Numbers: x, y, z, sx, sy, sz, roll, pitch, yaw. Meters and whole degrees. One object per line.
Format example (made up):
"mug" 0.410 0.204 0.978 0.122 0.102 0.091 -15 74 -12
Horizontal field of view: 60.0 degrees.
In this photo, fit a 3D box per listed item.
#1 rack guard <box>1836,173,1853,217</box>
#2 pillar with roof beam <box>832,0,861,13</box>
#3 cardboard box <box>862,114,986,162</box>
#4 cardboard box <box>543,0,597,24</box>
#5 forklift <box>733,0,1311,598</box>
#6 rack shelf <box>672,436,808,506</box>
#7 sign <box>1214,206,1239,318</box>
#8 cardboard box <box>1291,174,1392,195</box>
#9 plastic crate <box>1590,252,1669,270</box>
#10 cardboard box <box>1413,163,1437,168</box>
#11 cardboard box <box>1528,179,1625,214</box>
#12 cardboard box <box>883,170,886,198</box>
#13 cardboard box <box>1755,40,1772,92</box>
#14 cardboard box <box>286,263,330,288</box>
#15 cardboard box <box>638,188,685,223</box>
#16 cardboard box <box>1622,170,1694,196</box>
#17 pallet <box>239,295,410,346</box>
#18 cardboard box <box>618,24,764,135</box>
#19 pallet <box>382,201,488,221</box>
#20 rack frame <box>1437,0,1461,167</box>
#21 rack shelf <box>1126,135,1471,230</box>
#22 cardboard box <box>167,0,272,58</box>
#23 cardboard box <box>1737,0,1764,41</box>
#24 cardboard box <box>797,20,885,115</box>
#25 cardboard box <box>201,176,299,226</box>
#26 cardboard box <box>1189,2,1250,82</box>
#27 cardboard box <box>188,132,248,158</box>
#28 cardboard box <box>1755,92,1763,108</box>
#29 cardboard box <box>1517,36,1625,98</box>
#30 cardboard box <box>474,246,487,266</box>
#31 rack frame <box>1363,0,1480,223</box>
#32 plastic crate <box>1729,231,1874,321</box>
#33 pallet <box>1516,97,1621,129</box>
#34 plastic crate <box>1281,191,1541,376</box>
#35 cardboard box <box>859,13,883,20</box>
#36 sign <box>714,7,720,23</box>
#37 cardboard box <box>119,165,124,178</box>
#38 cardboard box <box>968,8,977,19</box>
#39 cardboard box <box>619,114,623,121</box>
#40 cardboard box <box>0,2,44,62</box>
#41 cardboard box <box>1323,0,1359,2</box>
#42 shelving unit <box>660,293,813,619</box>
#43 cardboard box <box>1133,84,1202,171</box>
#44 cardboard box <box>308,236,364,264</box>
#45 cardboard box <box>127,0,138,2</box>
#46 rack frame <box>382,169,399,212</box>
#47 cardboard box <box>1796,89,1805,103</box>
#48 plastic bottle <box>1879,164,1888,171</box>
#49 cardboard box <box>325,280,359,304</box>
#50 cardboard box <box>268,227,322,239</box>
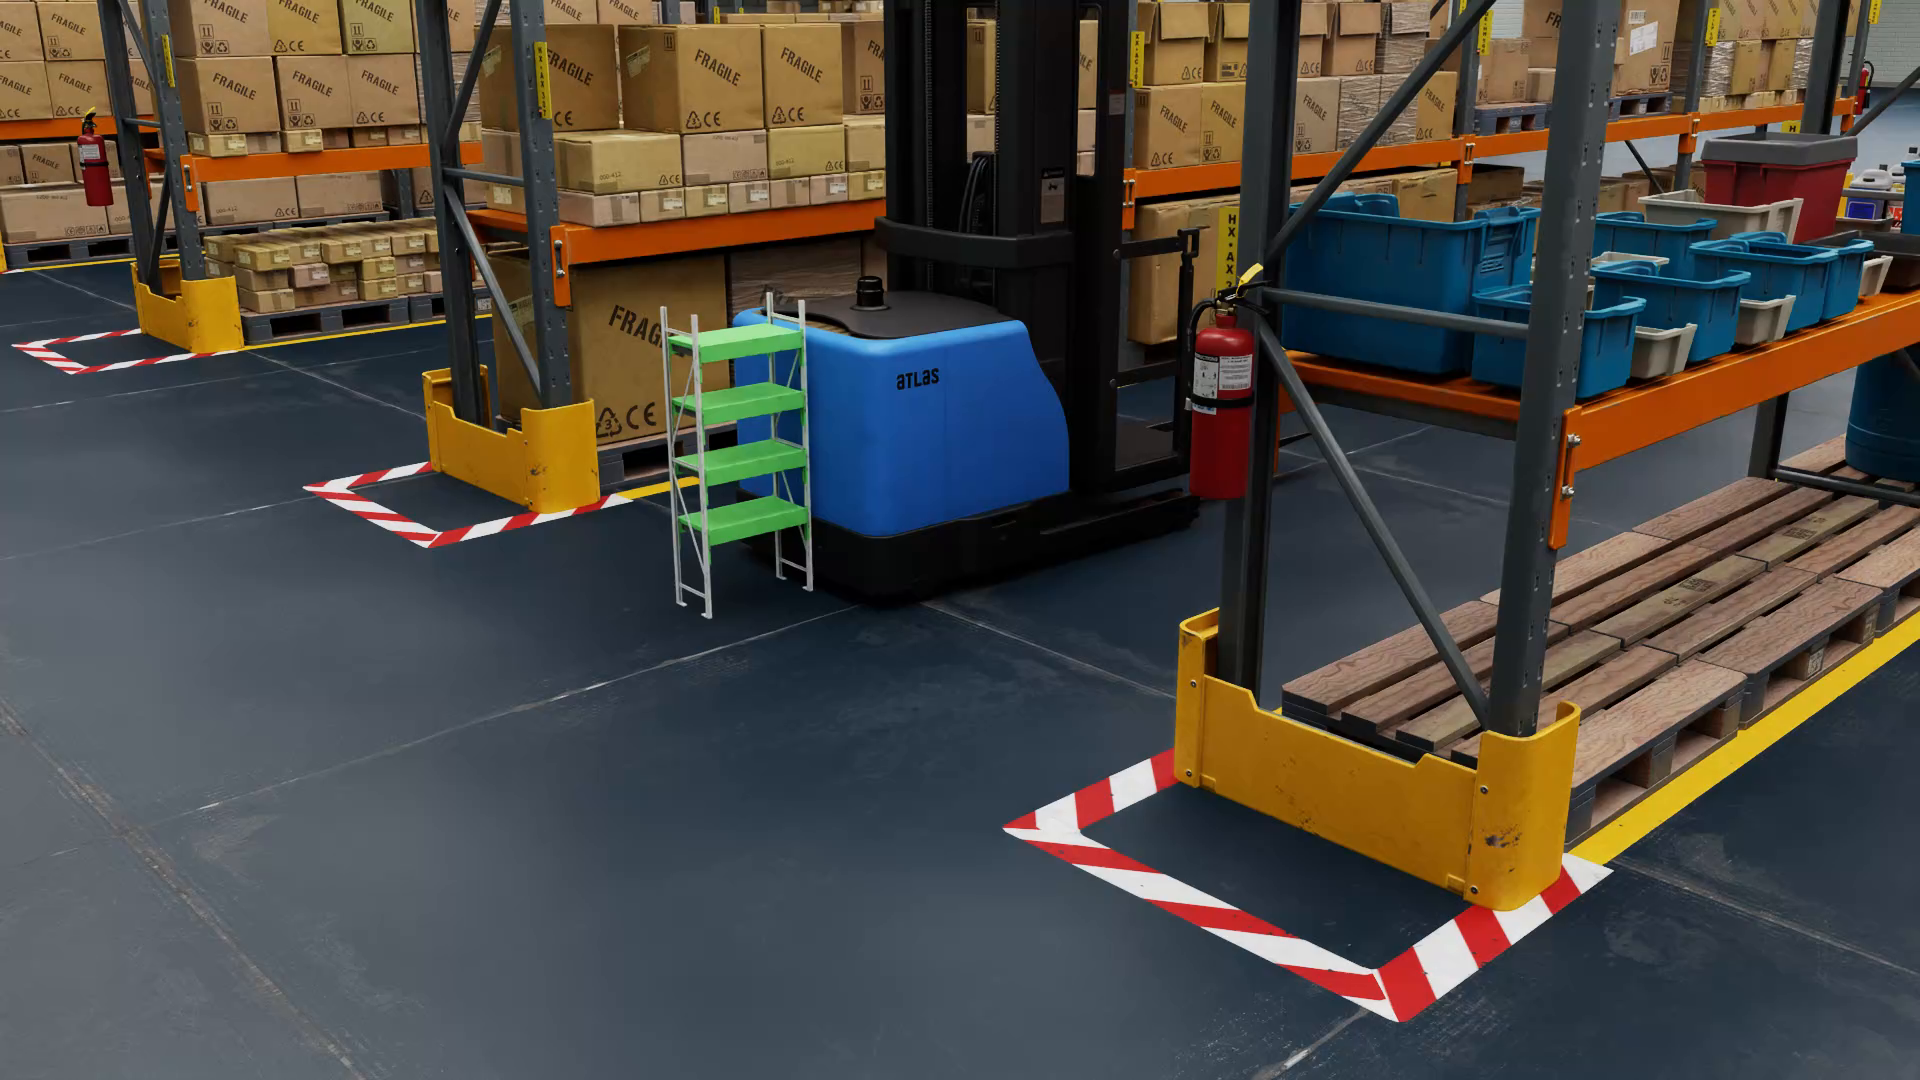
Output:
"rack guard" 9.344 -3.899 18.699 0.348 0.500 1.175 -16 24 -41
"pillar with roof beam" 1.011 -10.380 24.908 0.400 9.000 9.100 -16 24 -41
"cardboard box" -0.205 -2.260 9.354 0.500 0.250 0.500 -16 24 -40
"cardboard box" -3.182 -4.088 12.963 0.500 0.500 0.500 17 25 42
"forklift" 0.475 -1.521 7.423 3.031 2.935 1.130 -15 23 -38
"rack shelf" -0.873 -0.278 6.604 0.480 0.148 0.258 -15 23 -38
"sign" 0.787 -0.801 4.827 0.005 0.325 0.100 -16 24 -41
"cardboard box" 2.418 -2.269 12.384 0.875 0.875 1.225 -16 24 -41
"plastic crate" 2.253 -0.910 5.757 0.250 0.136 0.298 -16 24 -41
"cardboard box" 5.618 -5.267 21.631 0.875 0.875 0.875 -16 24 -40
"cardboard box" 5.673 -3.054 15.381 0.500 0.500 0.700 -16 24 -41
"cardboard box" -0.435 -1.977 9.128 0.250 0.149 0.380 -16 24 -40
"cardboard box" 7.544 -4.753 16.638 0.500 0.500 0.875 -16 24 -41
"cardboard box" -4.766 -1.930 12.034 0.250 0.149 0.380 -16 24 -41
"cardboard box" -1.556 -1.650 8.117 0.250 0.149 0.380 -17 24 -42
"cardboard box" 6.811 -3.343 16.303 0.500 0.500 0.500 17 25 42
"pallet" -4.891 -1.700 12.387 1.213 0.211 1.003 -16 24 -41
"cardboard box" -1.329 -2.288 8.222 0.500 0.500 0.500 -17 25 -42
"pallet" -5.619 -3.636 18.357 1.213 0.211 1.003 -16 24 -41
"rack frame" 6.065 -6.237 21.857 0.127 3.000 1.000 -16 24 -41
"rack shelf" 2.134 -2.643 11.938 4.000 0.370 1.077 -16 24 -41
"cardboard box" -5.052 -3.547 11.295 0.500 0.500 0.500 -16 24 -41
"cardboard box" 7.357 -5.066 15.979 0.500 0.500 0.500 -16 24 -41
"cardboard box" -0.581 -2.730 9.586 0.500 0.500 0.500 17 25 42
"cardboard box" -7.308 -3.464 16.779 0.875 0.438 0.875 17 25 42
"cardboard box" 1.645 -3.366 11.214 0.637 0.503 0.797 -16 24 -40
"cardboard box" -5.100 -2.722 11.424 0.250 0.149 0.380 -17 24 -41
"cardboard box" 7.747 -4.385 16.554 0.250 0.149 0.380 -16 24 -41
"cardboard box" 5.297 -4.117 14.471 0.637 0.503 0.797 -13 22 -35
"cardboard box" -3.888 -2.232 12.963 0.250 0.149 0.380 -15 23 -38
"rack frame" 3.587 -3.409 13.135 0.127 3.000 1.000 -16 24 -41
"plastic crate" 2.757 -0.874 5.490 0.300 0.233 0.416 -16 24 -41
"pallet" 4.997 -3.746 14.486 1.213 0.211 1.003 -16 24 -41
"plastic crate" 1.292 -0.762 4.816 0.499 0.435 0.616 -16 24 -41
"cardboard box" -1.232 -6.503 21.354 0.500 0.500 0.500 -15 23 -39
"sign" -2.838 -6.057 19.424 0.005 0.325 0.100 -16 24 -41
"cardboard box" -10.499 -4.558 20.622 0.250 0.149 0.380 -17 24 -42
"cardboard box" 0.153 -7.186 22.521 0.500 0.500 0.700 -17 24 -41
"cardboard box" -2.813 -3.383 13.461 0.250 0.149 0.380 -17 25 -42
"cardboard box" -8.490 -4.495 14.703 0.500 0.500 0.500 -17 25 -42
"cardboard box" 4.257 -6.271 19.969 0.550 0.550 0.875 -16 24 -41
"shelving unit" -0.873 -0.339 6.584 0.503 1.200 0.258 -15 23 -38
"cardboard box" 1.186 -2.650 10.633 0.500 0.500 0.500 -16 24 -41
"cardboard box" -4.558 -2.118 12.131 0.250 0.149 0.380 -16 24 -41
"cardboard box" -7.634 -5.051 15.365 0.250 0.149 0.380 -16 24 -40
"rack frame" -6.131 -4.783 17.372 0.053 2.616 0.949 -16 24 -41
"cardboard box" 8.604 -4.667 17.423 0.250 0.149 0.380 -16 24 -41
"plastic bottle" 4.284 -1.611 7.779 0.133 0.283 0.061 -16 24 -41
"cardboard box" -4.650 -1.857 12.291 0.250 0.149 0.380 -16 24 -40
"cardboard box" -5.027 -2.266 12.586 0.250 0.149 0.380 -17 25 -42
